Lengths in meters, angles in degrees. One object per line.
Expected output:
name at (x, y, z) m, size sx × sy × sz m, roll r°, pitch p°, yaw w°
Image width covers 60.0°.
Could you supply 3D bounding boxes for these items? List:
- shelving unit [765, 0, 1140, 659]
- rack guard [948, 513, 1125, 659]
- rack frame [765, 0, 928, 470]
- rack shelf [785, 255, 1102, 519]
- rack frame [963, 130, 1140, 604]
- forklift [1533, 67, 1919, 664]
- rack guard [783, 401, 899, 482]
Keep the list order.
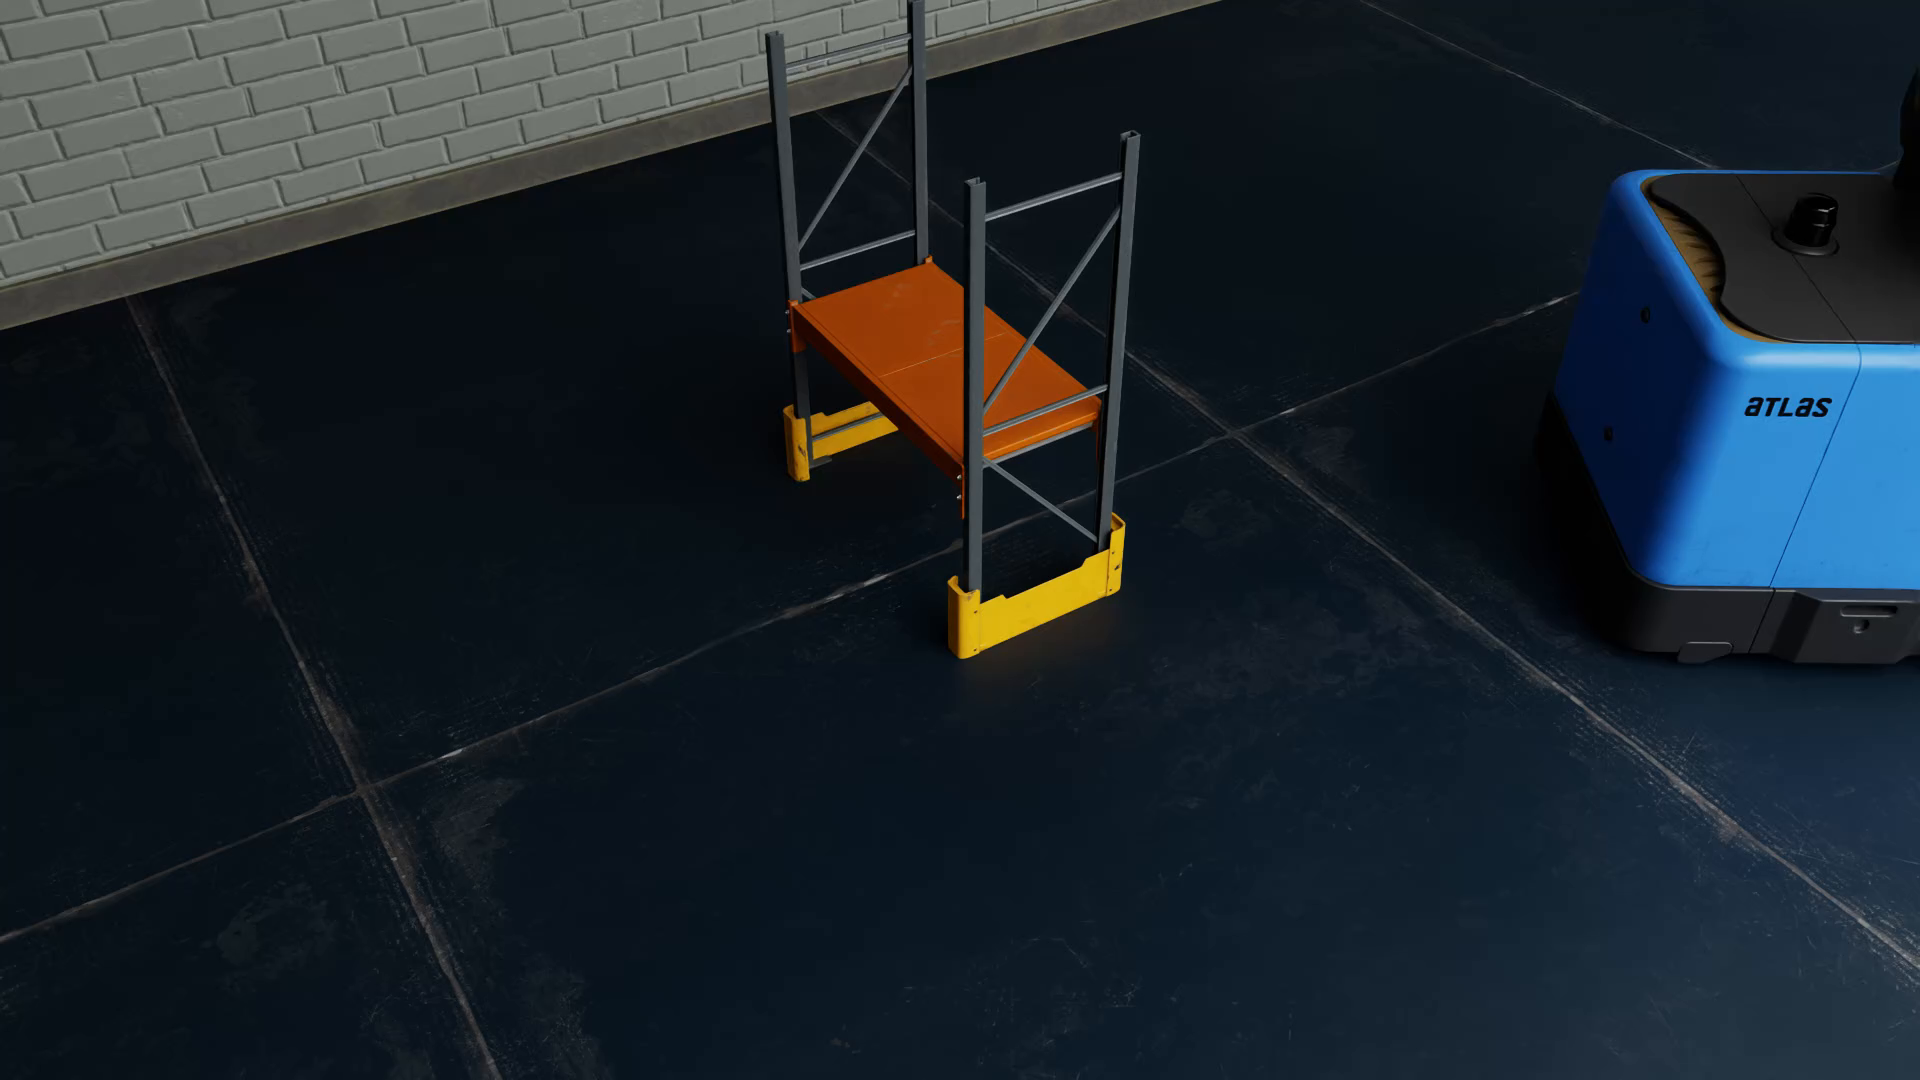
shelving unit at (-0.041, -0.617, 4.819) m, size 0.587 × 1.500 × 1.083 m, roll -22°, pitch 45°, yaw -24°
rack guard at (0.227, 0.132, 4.897) m, size 0.587 × 0.250 × 0.087 m, roll -22°, pitch 45°, yaw -24°
rack frame at (-0.319, -0.897, 5.154) m, size 0.500 × 1.500 × 0.032 m, roll -22°, pitch 45°, yaw -24°
rack shelf at (-0.046, -0.484, 4.940) m, size 0.538 × 0.185 × 1.000 m, roll -22°, pitch 45°, yaw -24°
rack frame at (0.227, -0.348, 4.496) m, size 0.500 × 1.500 × 0.032 m, roll -22°, pitch 45°, yaw -24°
forklift at (3.396, -1.069, 4.243) m, size 3.031 × 2.935 × 1.130 m, roll 1°, pitch 40°, yaw 1°
rack guard at (-0.309, -0.406, 5.542) m, size 0.587 × 0.250 × 0.087 m, roll -22°, pitch 45°, yaw -24°
